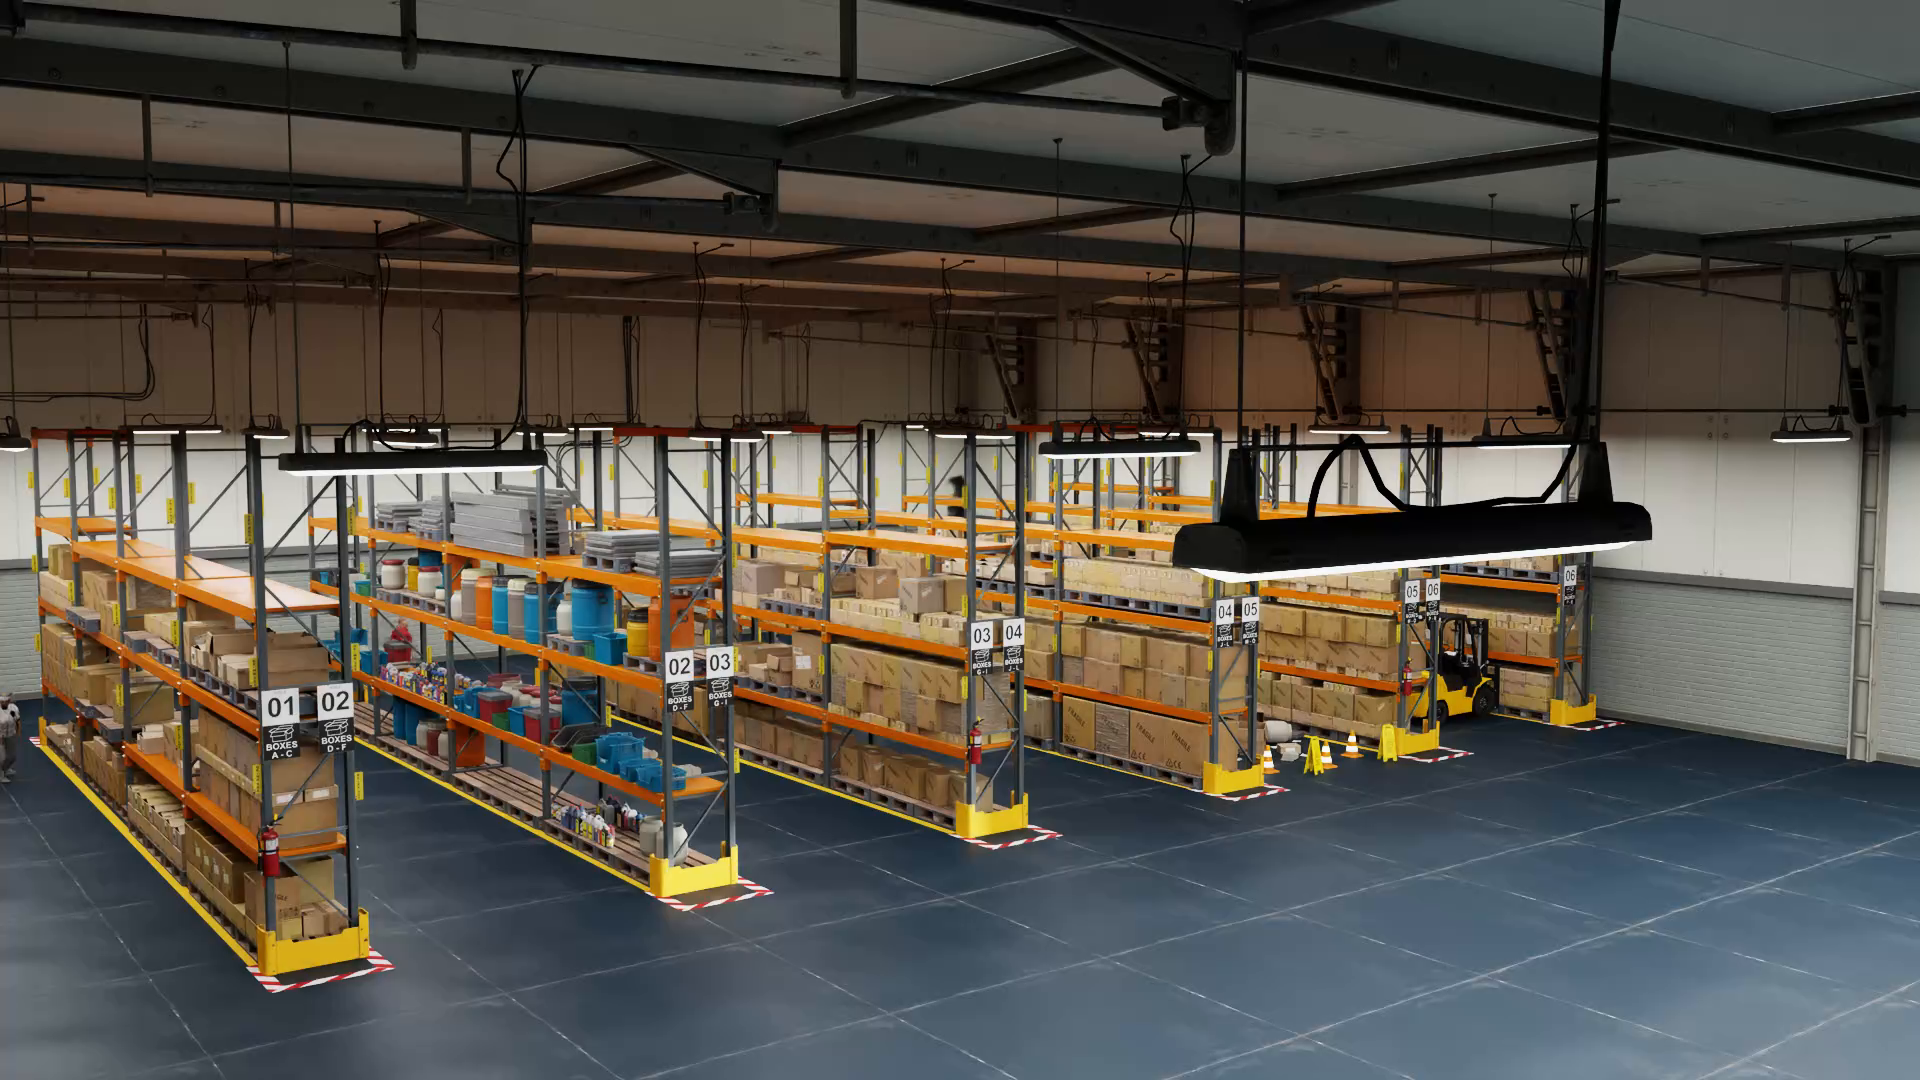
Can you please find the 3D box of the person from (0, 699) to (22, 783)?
[{"bbox_3d":[-16.269,3.342,28.270,0.787,1.545,0.577,3,6,38],"label":"person"}]

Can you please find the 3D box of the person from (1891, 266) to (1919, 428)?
[{"bbox_3d":[12.221,-0.788,33.107,22.421,8.961,1.077,4,6,43],"label":"person"}]

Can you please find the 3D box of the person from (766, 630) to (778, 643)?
[{"bbox_3d":[-4.839,2.060,43.269,0.447,1.667,0.647,2,5,23],"label":"person"}]

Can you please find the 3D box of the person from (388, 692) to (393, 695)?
[{"bbox_3d":[-12.258,3.275,36.832,1.031,0.285,0.332,-2,5,-23],"label":"person"}]
